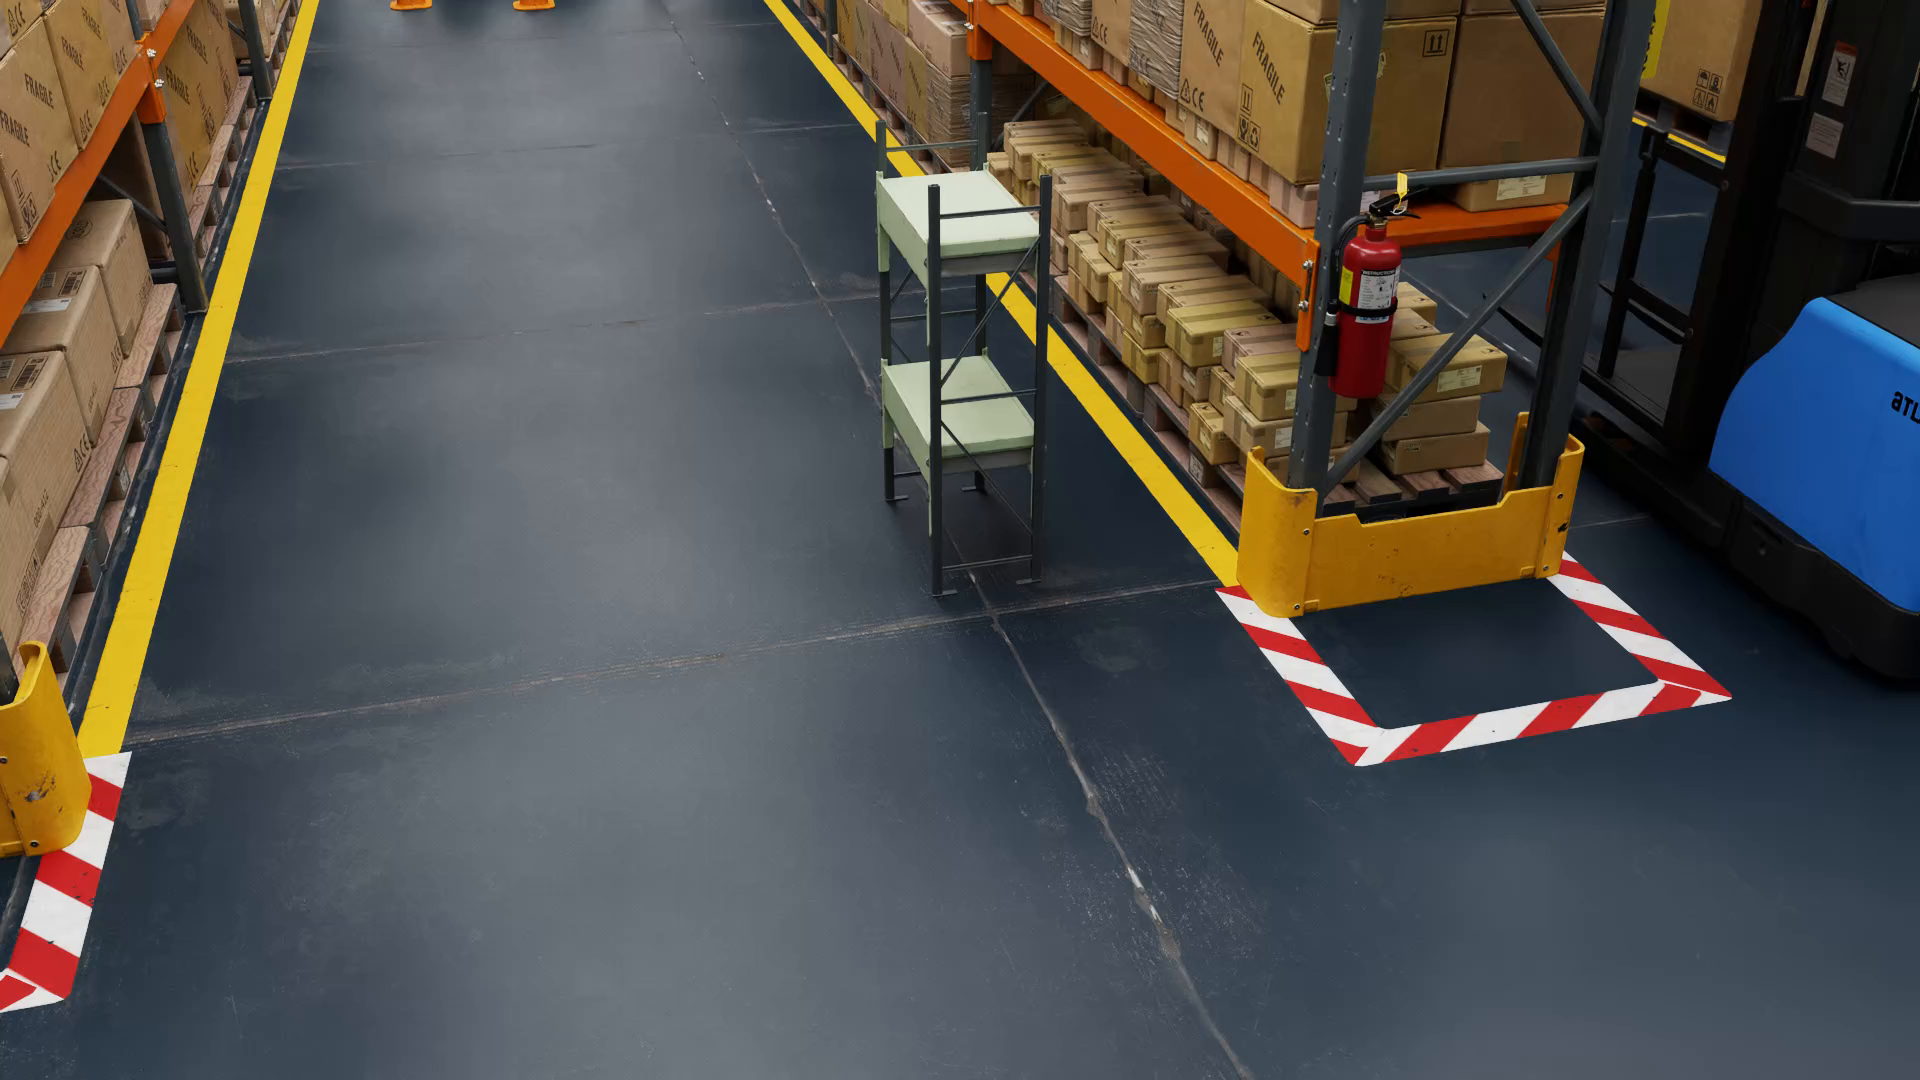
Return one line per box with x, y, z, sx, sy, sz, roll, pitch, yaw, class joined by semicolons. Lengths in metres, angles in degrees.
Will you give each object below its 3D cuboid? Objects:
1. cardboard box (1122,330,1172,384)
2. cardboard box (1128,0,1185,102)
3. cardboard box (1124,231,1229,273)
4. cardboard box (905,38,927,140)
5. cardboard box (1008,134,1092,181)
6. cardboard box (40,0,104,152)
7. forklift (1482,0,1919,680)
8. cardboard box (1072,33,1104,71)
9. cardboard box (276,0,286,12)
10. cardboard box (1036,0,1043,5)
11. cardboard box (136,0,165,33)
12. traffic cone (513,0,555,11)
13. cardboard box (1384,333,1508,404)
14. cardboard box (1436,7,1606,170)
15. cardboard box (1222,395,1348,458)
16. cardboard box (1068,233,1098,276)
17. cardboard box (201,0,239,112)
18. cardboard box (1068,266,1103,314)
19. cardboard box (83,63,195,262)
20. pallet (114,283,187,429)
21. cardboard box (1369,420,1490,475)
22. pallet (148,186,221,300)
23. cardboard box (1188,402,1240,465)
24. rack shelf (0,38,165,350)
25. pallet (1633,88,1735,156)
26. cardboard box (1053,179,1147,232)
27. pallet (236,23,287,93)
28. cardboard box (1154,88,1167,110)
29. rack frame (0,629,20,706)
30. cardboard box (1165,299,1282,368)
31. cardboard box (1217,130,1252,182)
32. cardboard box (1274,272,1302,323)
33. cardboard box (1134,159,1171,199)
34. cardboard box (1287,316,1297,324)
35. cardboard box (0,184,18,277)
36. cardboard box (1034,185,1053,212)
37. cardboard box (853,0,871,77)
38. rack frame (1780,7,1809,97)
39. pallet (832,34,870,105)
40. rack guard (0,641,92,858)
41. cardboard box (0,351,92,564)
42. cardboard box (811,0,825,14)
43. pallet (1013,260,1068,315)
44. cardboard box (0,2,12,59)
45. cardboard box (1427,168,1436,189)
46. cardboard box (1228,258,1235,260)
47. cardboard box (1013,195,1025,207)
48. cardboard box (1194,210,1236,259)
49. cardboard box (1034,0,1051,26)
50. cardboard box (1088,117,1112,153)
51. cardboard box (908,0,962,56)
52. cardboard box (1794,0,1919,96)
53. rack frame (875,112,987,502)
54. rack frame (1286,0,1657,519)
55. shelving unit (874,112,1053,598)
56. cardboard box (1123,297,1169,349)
0.913;-0.799;7.063;0.380;0.149;0.250;-9;31;-15;cardboard box
0.970;-1.991;6.298;0.500;0.500;0.500;-8;31;-13;cardboard box
0.930;-1.205;7.171;0.380;0.149;0.250;-9;31;-15;cardboard box
-0.024;-2.746;10.077;0.500;0.500;0.500;-9;31;-14;cardboard box
0.459;-1.945;8.449;0.380;0.149;0.250;-6;31;-11;cardboard box
-3.536;-1.732;6.149;0.500;0.500;0.500;-8;31;-14;cardboard box
3.130;-1.546;5.995;1.130;2.935;3.031;-7;31;-12;forklift
0.707;-2.156;7.231;0.380;0.149;0.250;-7;31;-11;cardboard box
-5.796;-4.341;12.959;0.950;0.372;0.625;-7;31;-12;cardboard box
0.578;-2.736;7.586;0.500;0.500;0.500;-8;31;-13;cardboard box
-4.057;-2.550;7.812;0.500;0.250;0.500;-9;31;-14;cardboard box
-3.598;-4.714;13.932;0.336;0.463;0.334;-8;31;-13;traffic cone
1.801;-0.646;6.205;0.380;0.149;0.250;-9;31;-16;cardboard box
1.760;-1.568;5.569;0.500;0.500;0.500;-6;31;-11;cardboard box
1.198;-0.436;6.139;0.380;0.149;0.250;-9;31;-15;cardboard box
0.717;-1.314;7.655;0.380;0.149;0.250;-8;31;-14;cardboard box
-5.153;-3.217;10.516;0.875;0.875;0.875;-8;31;-14;cardboard box
0.722;-1.183;7.726;0.380;0.149;0.250;-9;31;-15;cardboard box
-4.436;-1.919;8.272;0.875;0.875;0.875;-7;31;-12;cardboard box
-4.068;-0.783;7.392;1.003;0.211;1.213;-8;31;-13;pallet
1.782;-0.386;6.350;0.380;0.149;0.250;-7;31;-12;cardboard box
-4.472;-1.524;8.671;1.003;0.211;1.213;-8;31;-13;pallet
1.106;-0.428;6.422;0.380;0.149;0.250;-7;31;-12;cardboard box
-3.664;-1.090;5.858;1.077;0.370;4.000;-8;31;-13;rack shelf
5.083;-2.841;10.948;1.003;0.211;1.213;-8;31;-13;pallet
0.653;-1.573;7.806;0.380;0.149;0.250;-7;31;-12;cardboard box
-5.462;-3.470;12.035;1.003;0.211;1.213;-8;31;-13;pallet
0.997;-1.788;6.595;0.380;0.149;0.250;-9;31;-15;cardboard box
-3.133;-0.436;4.009;1.000;3.000;0.127;-8;31;-13;rack frame
1.025;-0.807;6.483;0.380;0.149;0.250;-9;31;-14;cardboard box
1.143;-1.398;5.922;0.380;0.149;0.250;-8;31;-14;cardboard box
1.523;-1.011;6.835;0.380;0.149;0.250;-9;31;-16;cardboard box
1.069;-1.770;8.146;0.380;0.149;0.250;-7;31;-12;cardboard box
1.589;-0.891;6.925;0.380;0.149;0.250;-7;31;-12;cardboard box
-3.145;-0.990;4.866;0.500;0.500;0.500;-8;31;-14;cardboard box
0.592;-1.711;8.341;0.380;0.149;0.250;-8;31;-14;cardboard box
-0.432;-3.489;11.359;0.500;0.500;0.500;-7;31;-13;cardboard box
5.360;-3.685;9.623;1.000;3.000;0.127;-8;31;-13;rack frame
-0.305;-3.422;11.952;1.003;0.211;1.213;-8;31;-13;pallet
-3.126;0.658;4.615;1.175;0.500;0.348;-8;31;-13;rack guard
-3.655;-0.255;5.835;0.875;0.438;0.875;-7;31;-12;cardboard box
-0.585;-4.521;12.893;1.050;0.750;0.750;-8;31;-14;cardboard box
0.763;-1.548;8.714;1.003;0.211;1.213;-8;31;-13;pallet
-3.274;-1.678;5.056;0.500;0.500;0.500;-8;31;-14;cardboard box
1.735;-1.352;5.842;0.380;0.149;0.250;-7;31;-11;cardboard box
1.253;-1.264;7.569;0.380;0.149;0.250;-6;31;-11;cardboard box
0.409;-1.676;8.577;0.380;0.149;0.250;-7;31;-12;cardboard box
1.274;-1.388;7.487;0.380;0.149;0.250;-8;31;-13;cardboard box
0.572;-2.549;7.910;0.380;0.149;0.250;-9;31;-15;cardboard box
0.897;-2.143;8.791;0.380;0.149;0.250;-7;31;-12;cardboard box
-0.014;-3.075;9.896;0.500;0.250;0.500;-6;31;-11;cardboard box
5.458;-2.618;9.481;0.875;0.875;0.875;-8;31;-13;cardboard box
-0.099;-0.829;6.185;0.400;1.500;0.023;-8;31;-13;rack frame
1.613;-1.143;5.230;1.000;3.000;0.127;-8;31;-13;rack frame
-0.002;-0.652;5.880;0.431;1.500;0.755;-8;31;-13;shelving unit
0.908;-0.936;7.002;0.380;0.149;0.250;-7;31;-13;cardboard box
